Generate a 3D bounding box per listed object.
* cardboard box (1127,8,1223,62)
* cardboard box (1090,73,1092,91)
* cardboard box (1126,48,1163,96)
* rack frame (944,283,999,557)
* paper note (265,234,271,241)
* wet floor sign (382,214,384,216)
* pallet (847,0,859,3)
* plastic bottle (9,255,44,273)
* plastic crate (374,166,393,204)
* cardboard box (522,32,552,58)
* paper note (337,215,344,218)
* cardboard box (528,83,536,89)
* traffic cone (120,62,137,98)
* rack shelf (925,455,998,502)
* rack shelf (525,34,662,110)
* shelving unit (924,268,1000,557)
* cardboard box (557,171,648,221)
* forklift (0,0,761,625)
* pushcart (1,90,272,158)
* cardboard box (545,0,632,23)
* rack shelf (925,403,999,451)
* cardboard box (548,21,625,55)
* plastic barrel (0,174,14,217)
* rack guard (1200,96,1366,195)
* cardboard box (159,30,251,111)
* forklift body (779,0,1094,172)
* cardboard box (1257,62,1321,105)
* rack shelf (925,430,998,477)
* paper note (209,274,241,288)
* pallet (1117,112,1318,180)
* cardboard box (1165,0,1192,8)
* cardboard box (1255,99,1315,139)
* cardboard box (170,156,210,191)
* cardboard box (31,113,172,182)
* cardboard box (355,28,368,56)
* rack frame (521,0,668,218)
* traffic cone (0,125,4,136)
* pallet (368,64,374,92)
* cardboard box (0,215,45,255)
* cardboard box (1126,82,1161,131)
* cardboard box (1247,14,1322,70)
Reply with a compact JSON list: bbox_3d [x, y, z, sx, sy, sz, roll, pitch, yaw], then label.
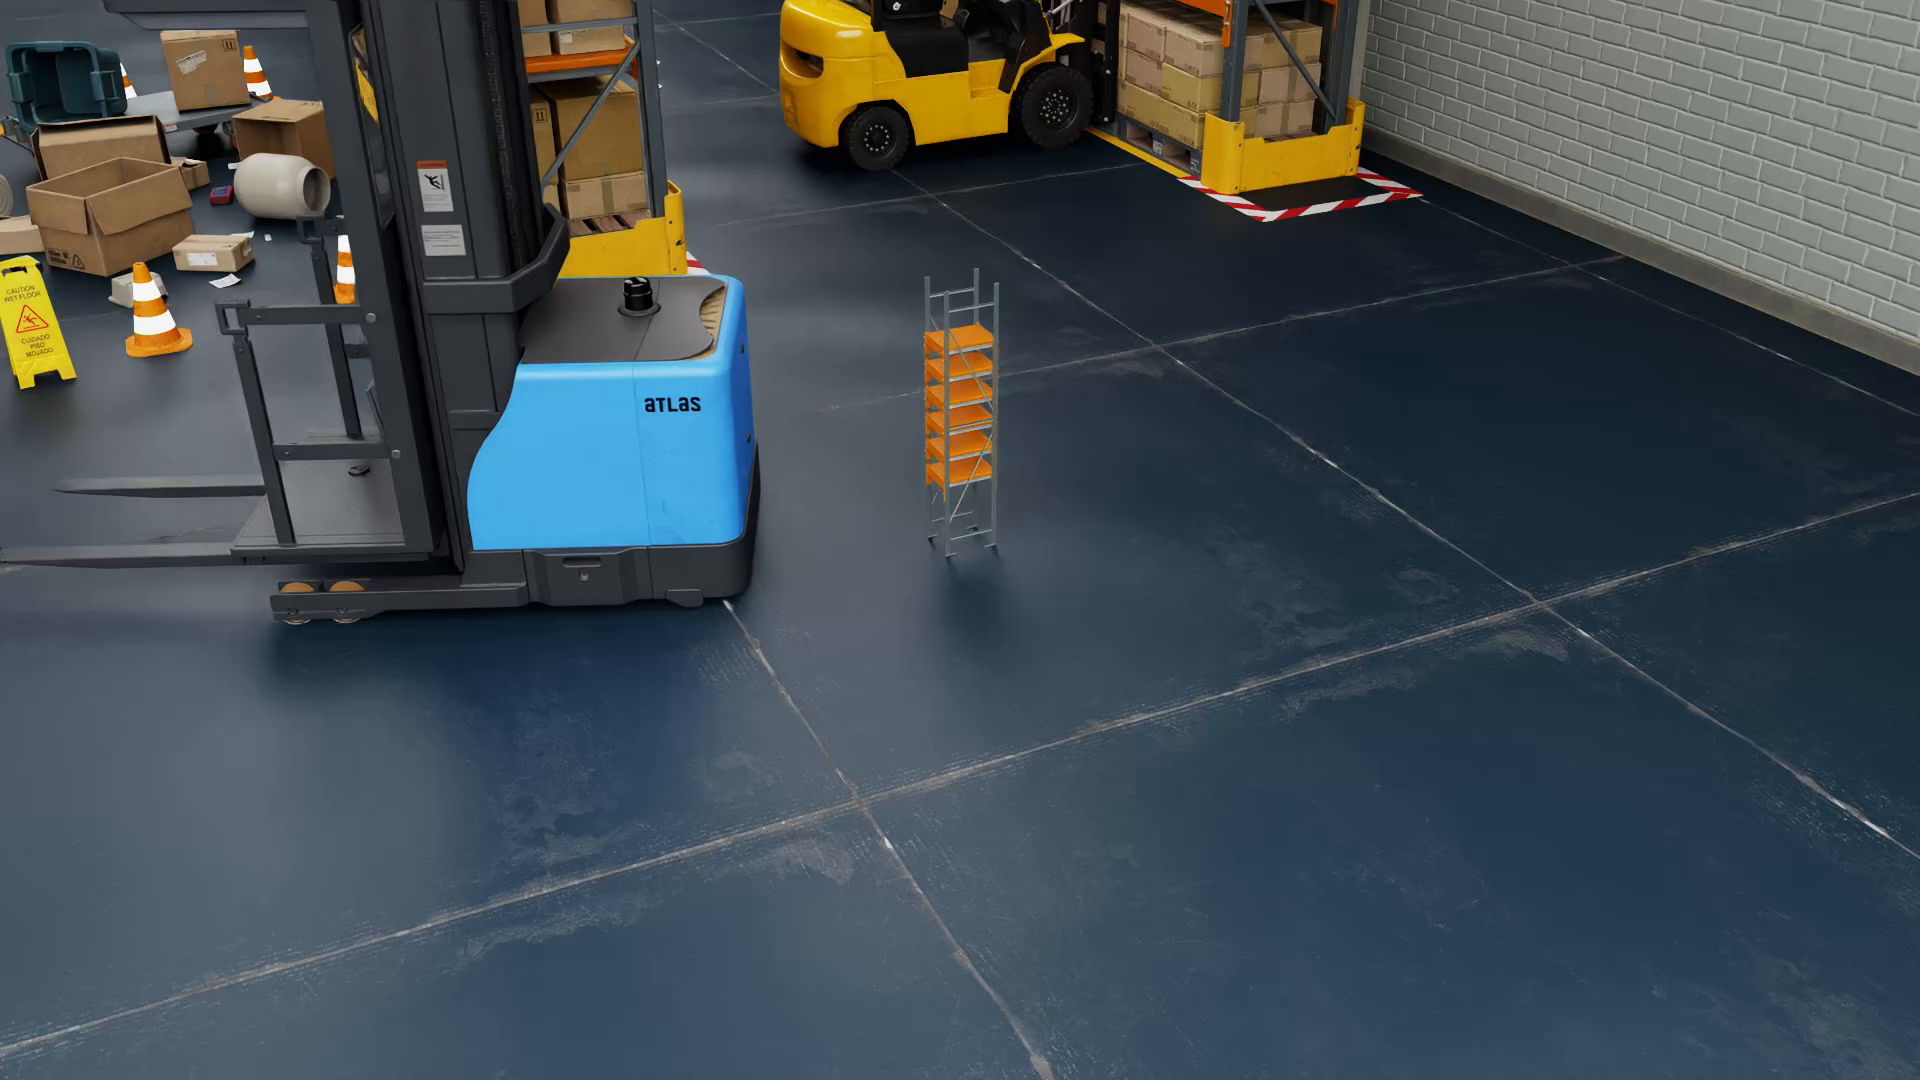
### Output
[{"bbox_3d":[1.564,-3.682,12.109,0.500,0.250,0.500,-12,32,-21],"label":"cardboard box"},{"bbox_3d":[1.126,-3.694,13.153,0.500,0.250,0.500,-12,31,-20],"label":"cardboard box"},{"bbox_3d":[1.571,-3.475,12.251,0.500,0.250,0.500,-13,32,-22],"label":"cardboard box"},{"bbox_3d":[0.046,-0.477,6.873,0.240,1.200,0.006,-13,32,-22],"label":"rack frame"},{"bbox_3d":[-4.461,-1.950,10.718,0.032,0.001,0.123,-13,32,-22],"label":"paper note"},{"bbox_3d":[-3.099,-1.521,9.302,0.267,0.644,0.232,-3,29,-5],"label":"wet floor sign"},{"bbox_3d":[-0.849,-5.846,17.459,1.003,0.211,1.213,-13,32,-22],"label":"pallet"},{"bbox_3d":[-5.747,-1.692,10.204,0.283,0.061,0.133,26,38,38],"label":"plastic bottle"},{"bbox_3d":[-3.998,-2.484,11.598,0.583,0.080,0.402,26,38,38],"label":"plastic crate"},{"bbox_3d":[-2.568,-2.867,9.553,0.380,0.149,0.250,-12,31,-20],"label":"cardboard box"},{"bbox_3d":[-4.059,-2.167,11.083,0.148,0.019,0.142,26,38,38],"label":"paper note"},{"bbox_3d":[-2.549,-2.822,10.831,0.500,0.500,0.500,-14,32,-24],"label":"cardboard box"},{"bbox_3d":[-6.755,-3.688,13.355,0.336,0.463,0.334,-13,32,-22],"label":"traffic cone"},{"bbox_3d":[0.006,-0.269,7.084,0.258,0.103,0.180,-13,32,-22],"label":"rack shelf"},{"bbox_3d":[-3.072,-3.426,11.028,1.077,0.370,4.000,-13,32,-22],"label":"rack shelf"},{"bbox_3d":[0.006,-0.517,6.945,0.258,1.200,0.189,-13,32,-22],"label":"shelving unit"},{"bbox_3d":[-2.310,-2.254,10.585,0.500,0.250,0.500,-13,32,-22],"label":"cardboard box"},{"bbox_3d":[-2.393,-1.206,6.404,3.031,2.935,1.130,-1,29,-3],"label":"forklift"},{"bbox_3d":[-5.969,-2.979,12.176,0.936,0.377,1.648,26,38,38],"label":"pushcart"},{"bbox_3d":[-2.167,-3.297,9.656,0.500,0.500,0.500,-14,32,-23],"label":"cardboard box"},{"bbox_3d":[0.006,-0.478,6.967,0.258,0.103,0.180,-13,32,-22],"label":"rack shelf"},{"bbox_3d":[-2.173,-2.940,9.683,0.380,0.149,0.250,-13,32,-22],"label":"cardboard box"},{"bbox_3d":[-6.486,-2.236,10.805,0.512,0.421,0.421,7,30,13],"label":"plastic barrel"},{"bbox_3d":[2.278,-2.799,11.731,1.175,0.500,0.348,-13,32,-22],"label":"rack guard"},{"bbox_3d":[-5.526,-3.476,12.164,0.500,0.500,0.500,-13,32,-22],"label":"cardboard box"},{"bbox_3d":[-0.194,-3.984,12.156,2.313,2.155,1.214,-13,32,-22],"label":"forklift body"},{"bbox_3d":[2.253,-3.353,12.034,0.500,0.250,0.500,-12,32,-21],"label":"cardboard box"},{"bbox_3d":[0.006,-0.374,7.026,0.258,0.103,0.180,-13,32,-22],"label":"rack shelf"},{"bbox_3d":[-4.417,-1.561,10.002,0.142,0.019,0.148,26,38,38],"label":"paper note"},{"bbox_3d":[1.901,-3.013,12.407,1.003,0.211,1.213,-13,32,-22],"label":"pallet"},{"bbox_3d":[1.809,-4.015,12.703,0.500,0.250,0.500,-13,32,-22],"label":"cardboard box"},{"bbox_3d":[2.233,-3.142,12.168,0.500,0.250,0.500,-13,32,-22],"label":"cardboard box"},{"bbox_3d":[-5.520,-2.620,11.651,0.396,0.266,0.258,13,32,21],"label":"cardboard box"},{"bbox_3d":[-5.663,-2.482,11.023,0.797,0.637,0.503,-13,32,-22],"label":"cardboard box"},{"bbox_3d":[-4.770,-4.515,14.492,0.950,0.372,0.625,-12,31,-20],"label":"cardboard box"},{"bbox_3d":[-2.214,-2.856,9.277,1.000,3.000,0.127,-13,32,-22],"label":"rack frame"},{"bbox_3d":[-7.570,-3.342,12.737,0.336,0.463,0.334,-13,32,-22],"label":"traffic cone"},{"bbox_3d":[-4.267,-3.750,13.722,1.003,0.211,1.213,-13,32,-22],"label":"pallet"},{"bbox_3d":[-5.957,-1.974,10.499,0.396,0.266,0.258,-8,30,-13],"label":"cardboard box"},{"bbox_3d":[1.576,-3.247,12.355,0.500,0.250,0.500,-13,32,-22],"label":"cardboard box"},{"bbox_3d":[2.232,-3.572,11.913,0.500,0.250,0.500,-14,32,-23],"label":"cardboard box"}]
